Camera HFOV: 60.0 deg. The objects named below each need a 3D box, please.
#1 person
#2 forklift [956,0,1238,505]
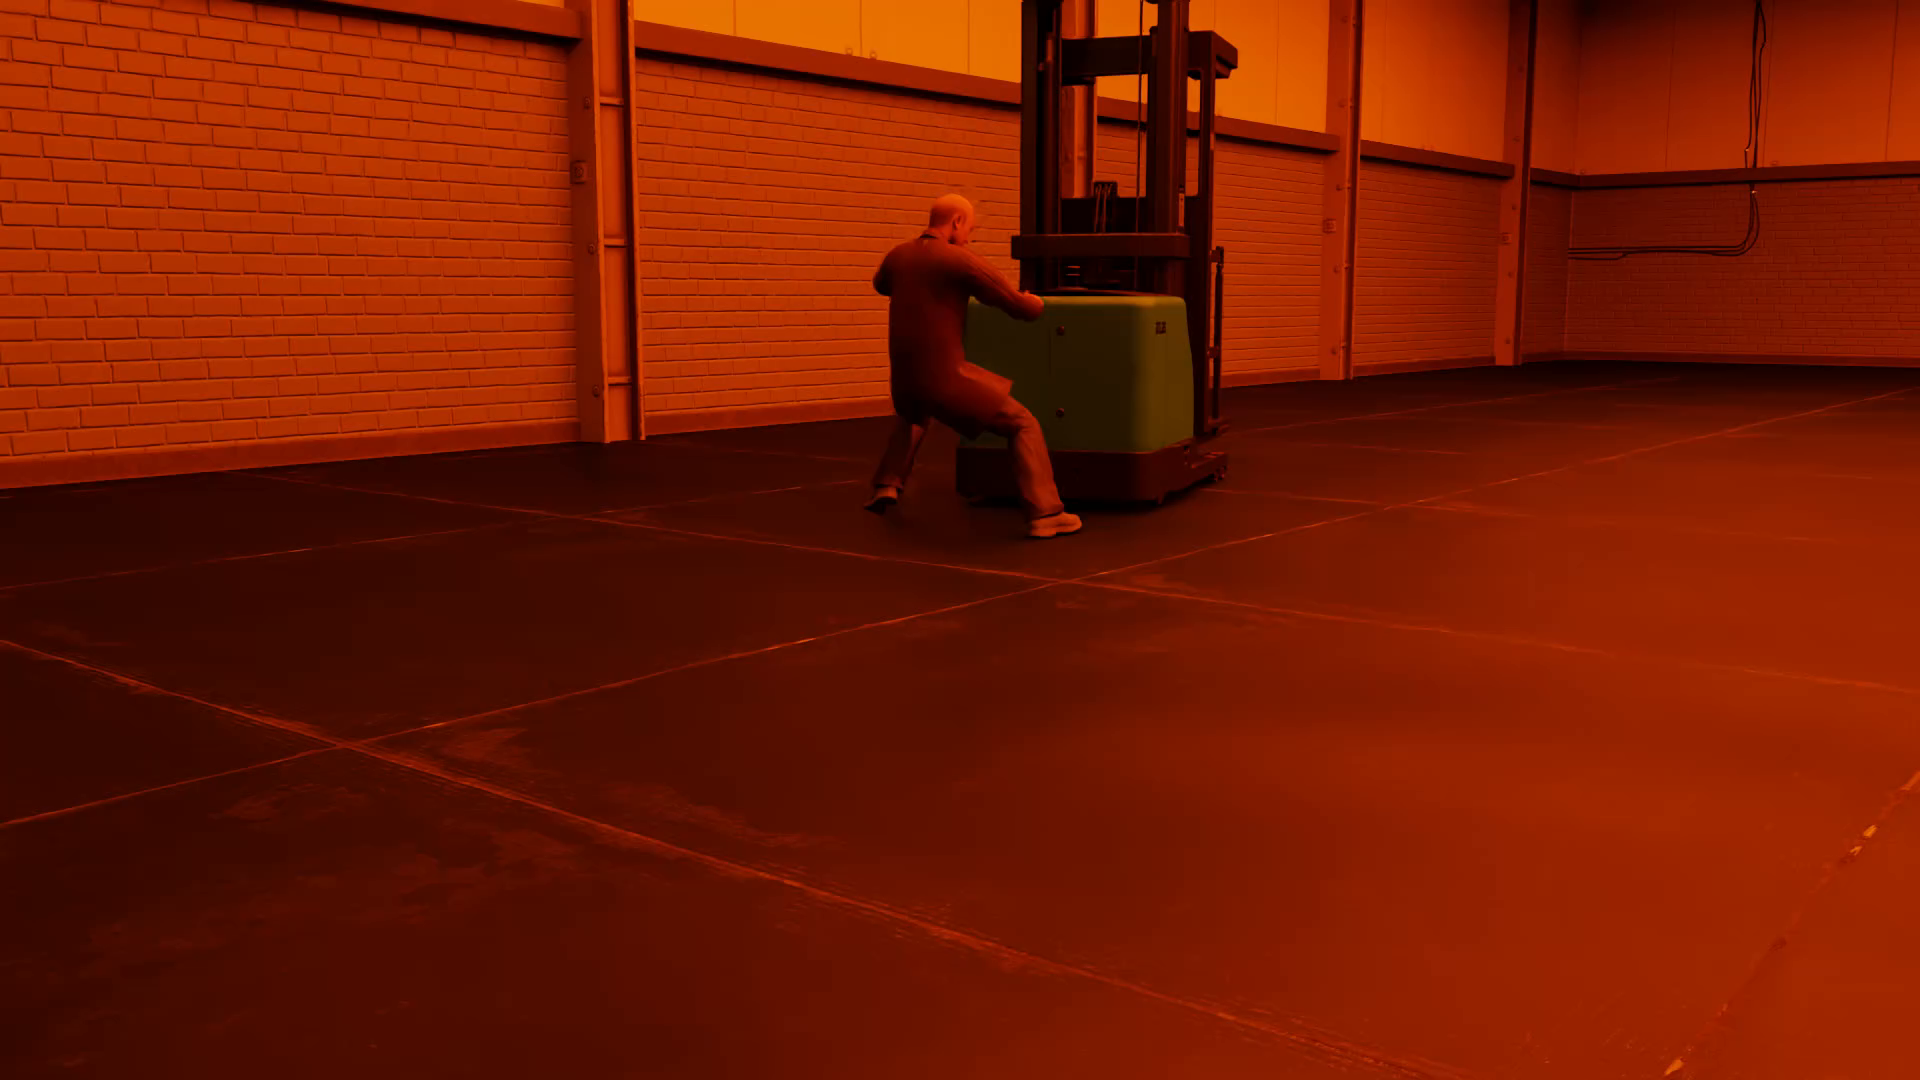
[{"bbox_3d":[-0.008,-0.828,7.758,0.739,1.534,1.177,-7,11,-40],"label":"person"},{"bbox_3d":[0.958,-1.799,9.577,1.130,2.935,3.031,3,9,20],"label":"forklift"}]
